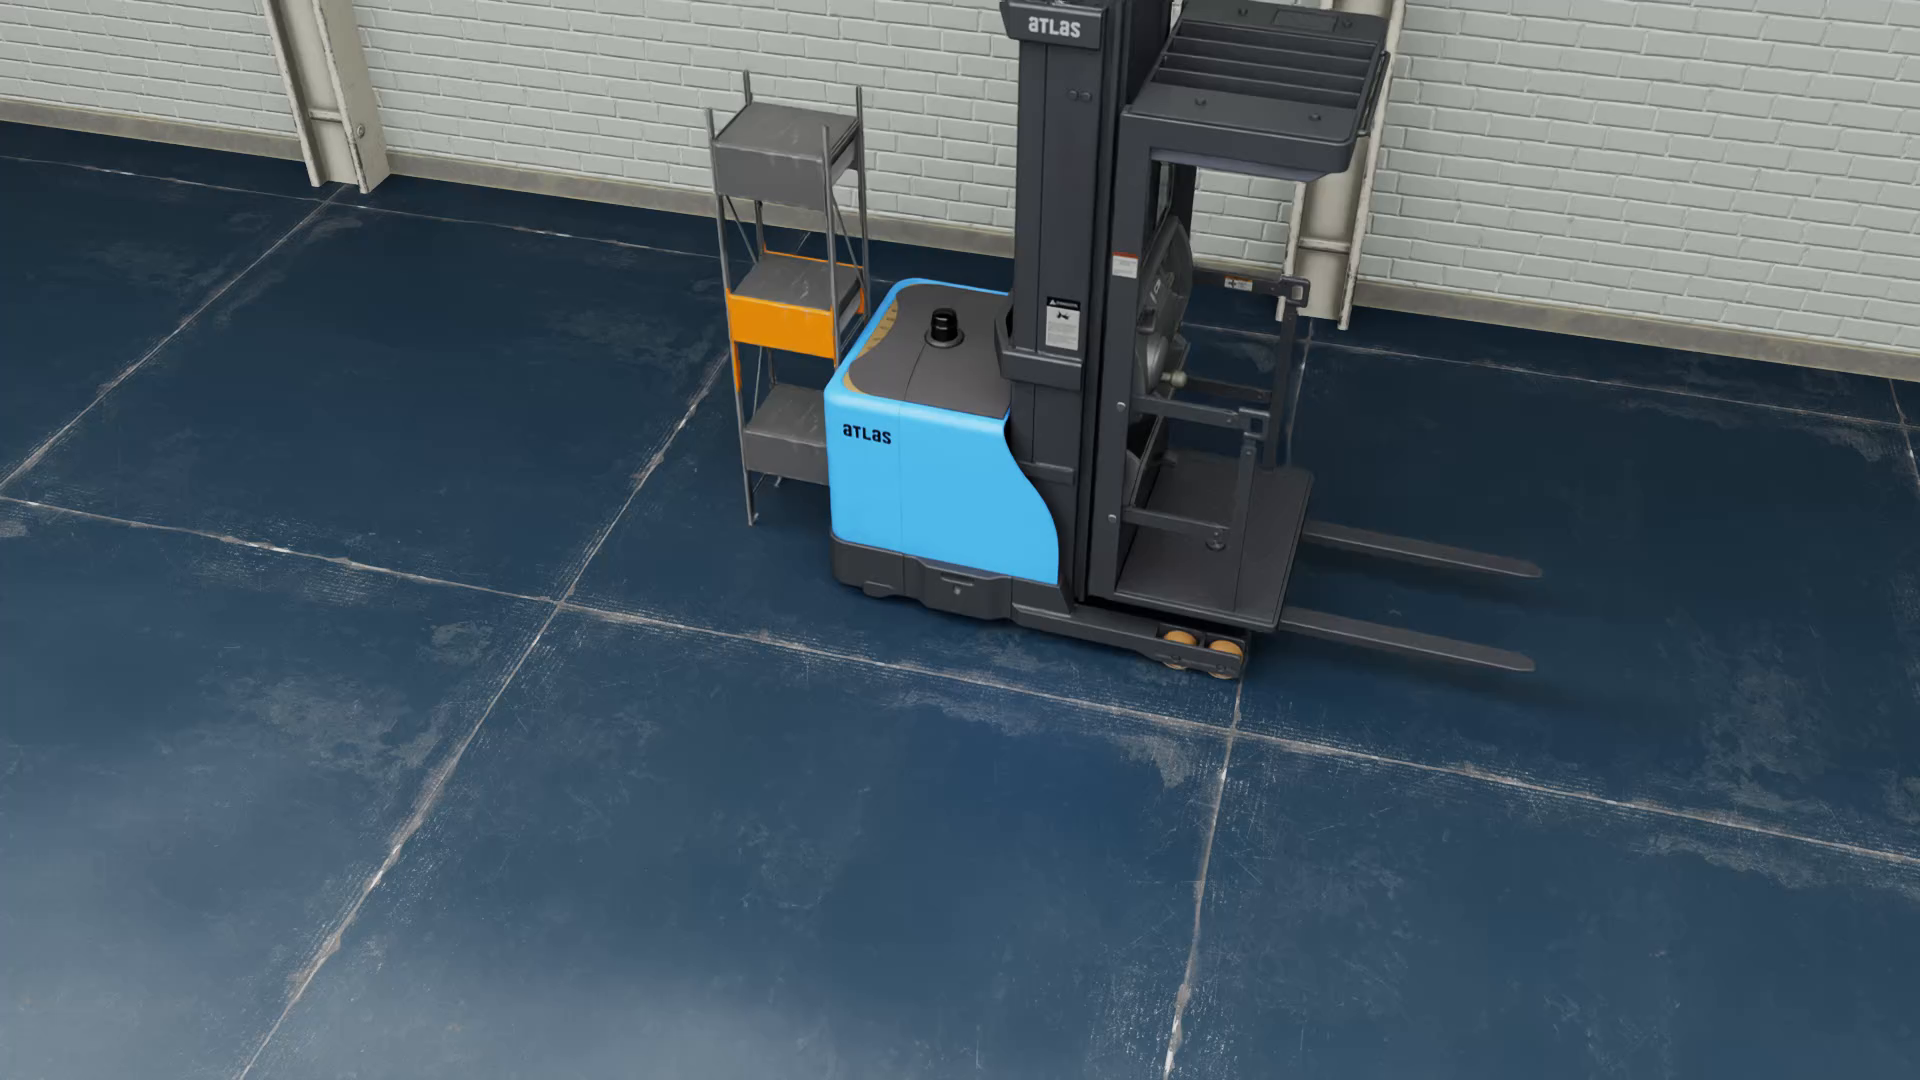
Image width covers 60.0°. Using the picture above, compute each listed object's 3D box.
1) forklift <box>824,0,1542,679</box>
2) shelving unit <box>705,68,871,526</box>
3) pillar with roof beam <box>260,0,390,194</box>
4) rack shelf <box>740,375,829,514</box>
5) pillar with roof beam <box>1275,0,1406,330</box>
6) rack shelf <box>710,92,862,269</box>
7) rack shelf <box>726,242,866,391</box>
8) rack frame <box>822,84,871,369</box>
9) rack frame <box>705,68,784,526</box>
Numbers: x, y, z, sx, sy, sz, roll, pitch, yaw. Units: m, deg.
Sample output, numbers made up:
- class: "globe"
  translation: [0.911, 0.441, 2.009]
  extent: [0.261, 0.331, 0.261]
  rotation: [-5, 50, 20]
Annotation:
- class: "forklift"
  translation: [0.997, -0.918, 6.564]
  extent: [3.031, 2.935, 1.130]
  rotation: [12, 41, 13]
- class: "shelving unit"
  translation: [-0.693, -0.945, 7.242]
  extent: [0.503, 2.100, 0.431]
  rotation: [12, 41, 13]
- class: "pillar with roof beam"
  translation: [-4.935, -3.047, 4.381]
  extent: [0.400, 9.000, 9.100]
  rotation: [10, 41, 11]
- class: "rack shelf"
  translation: [-0.693, -0.398, 7.701]
  extent: [0.480, 0.518, 0.431]
  rotation: [12, 41, 13]
- class: "pillar with roof beam"
  translation: [0.862, -2.049, 3.193]
  extent: [0.400, 9.000, 9.100]
  rotation: [10, 41, 11]
- class: "rack shelf"
  translation: [-0.693, -1.471, 6.801]
  extent: [0.480, 0.518, 0.431]
  rotation: [12, 41, 13]
- class: "rack shelf"
  translation: [-0.693, -0.935, 7.251]
  extent: [0.480, 0.518, 0.431]
  rotation: [12, 41, 13]
- class: "rack frame"
  translation: [-0.461, -0.897, 7.186]
  extent: [0.015, 2.100, 0.400]
  rotation: [12, 41, 13]
- class: "rack frame"
  translation: [-0.926, -0.992, 7.299]
  extent: [0.015, 2.100, 0.400]
  rotation: [12, 41, 13]
